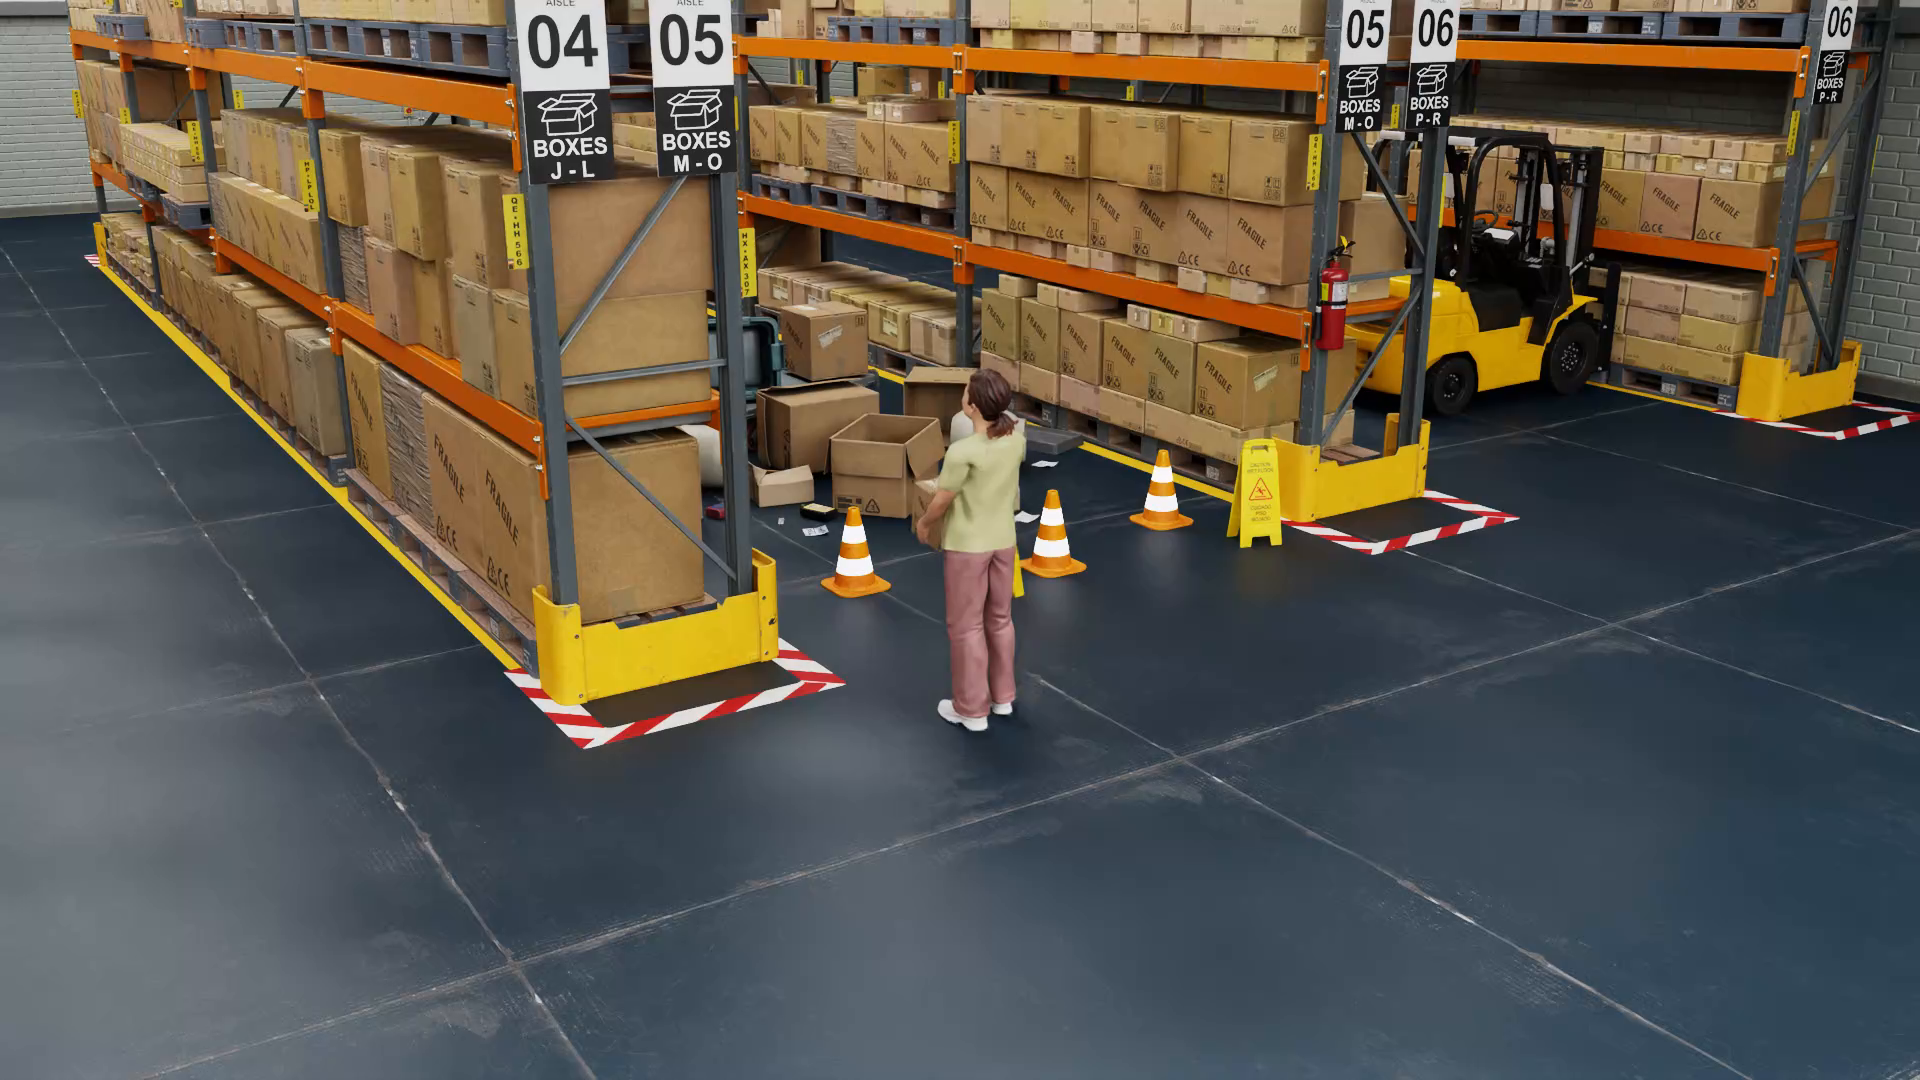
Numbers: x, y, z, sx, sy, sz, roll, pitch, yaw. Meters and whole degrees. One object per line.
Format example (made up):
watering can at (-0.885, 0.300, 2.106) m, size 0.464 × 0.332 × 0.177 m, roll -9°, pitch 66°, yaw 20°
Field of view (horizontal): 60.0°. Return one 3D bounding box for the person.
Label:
person at (0.060, 0.035, 7.447) m, size 0.475 × 1.676 × 0.519 m, roll -14°, pitch 23°, yaw -36°
